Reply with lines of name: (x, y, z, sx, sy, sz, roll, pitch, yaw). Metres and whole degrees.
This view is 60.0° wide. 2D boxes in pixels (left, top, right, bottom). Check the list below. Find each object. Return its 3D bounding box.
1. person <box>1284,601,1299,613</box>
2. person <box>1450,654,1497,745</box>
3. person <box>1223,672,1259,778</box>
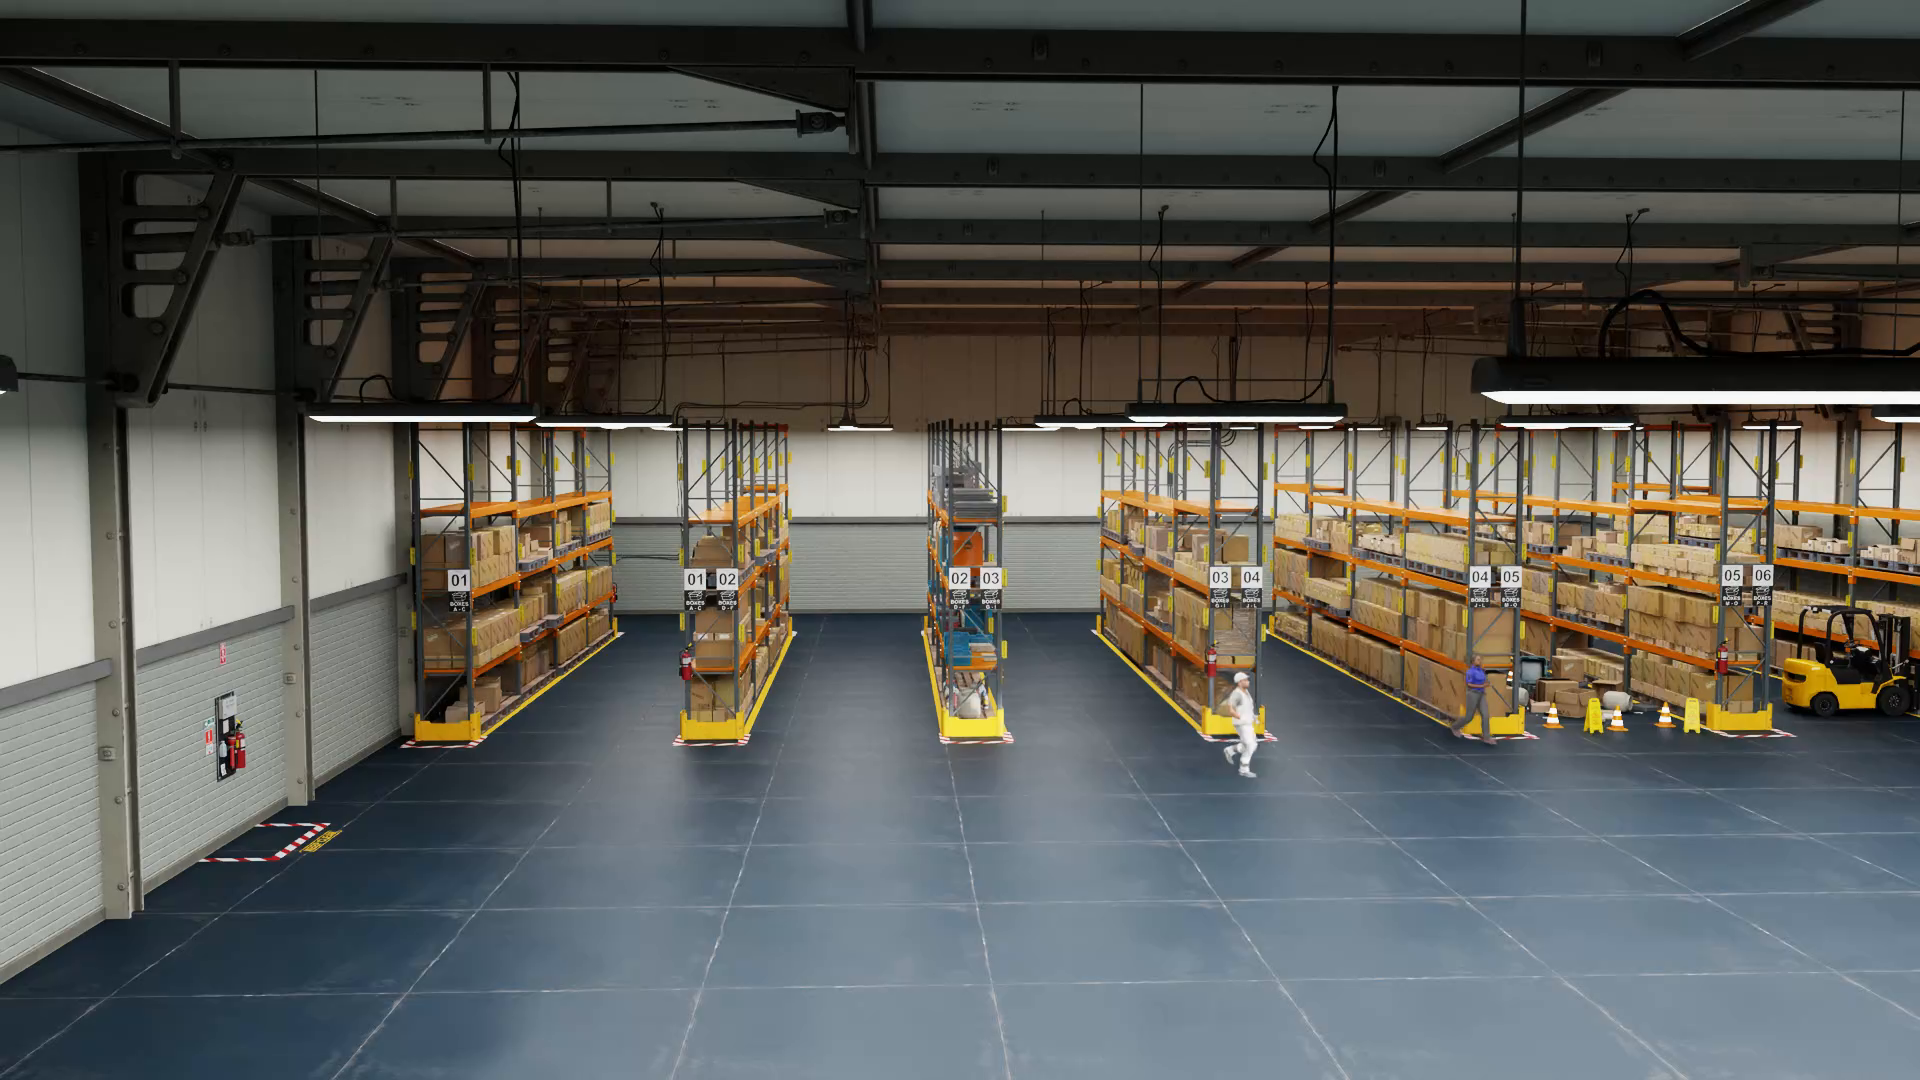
person: (9.827, 1.812, 49.091, 0.515, 1.549, 0.600, 3, 5, 42)
person: (9.514, 2.916, 30.700, 0.581, 1.635, 0.929, -3, 5, -37)
person: (4.665, 3.078, 27.796, 0.615, 1.745, 0.656, 2, 4, 30)
